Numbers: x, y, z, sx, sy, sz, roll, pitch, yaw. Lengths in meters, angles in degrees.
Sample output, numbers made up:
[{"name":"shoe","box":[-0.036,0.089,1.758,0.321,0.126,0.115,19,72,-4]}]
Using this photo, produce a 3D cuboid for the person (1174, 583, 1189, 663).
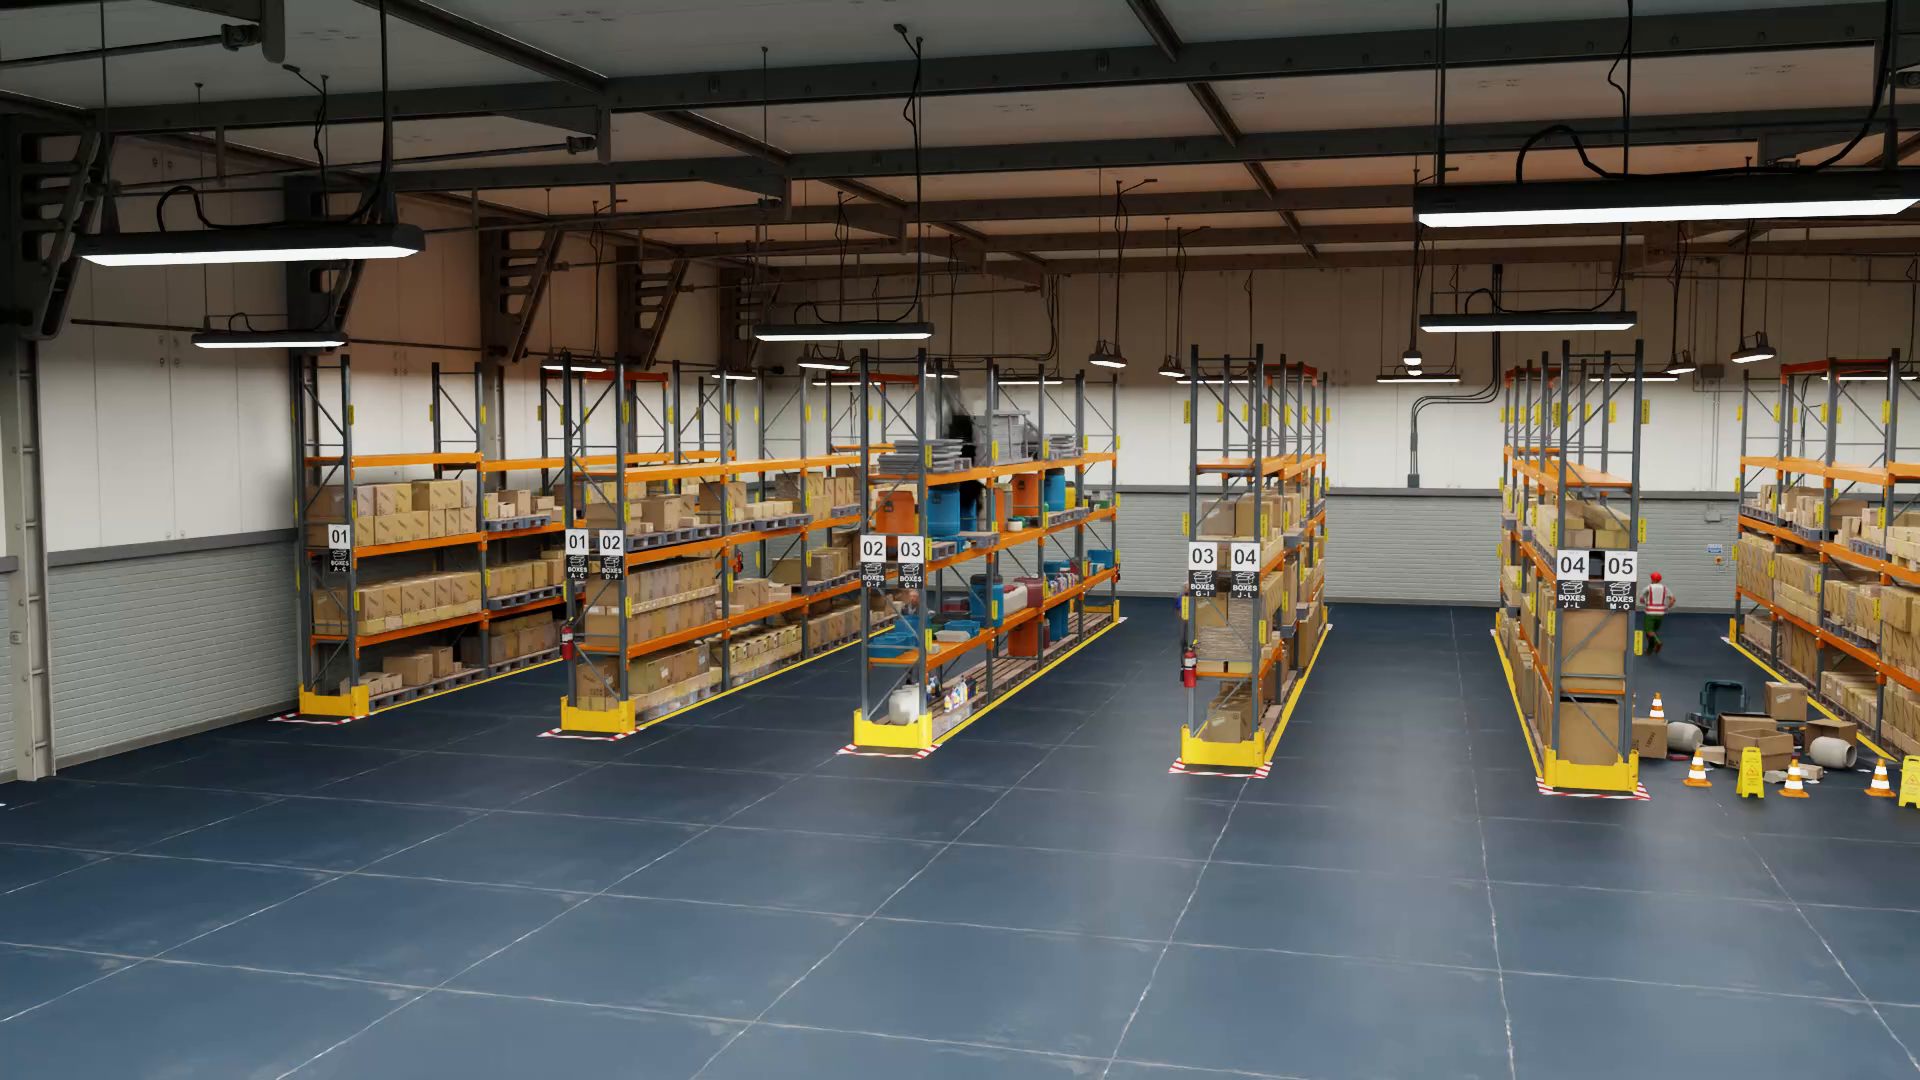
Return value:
[{"name":"person","box":[4.582,1.684,33.590,0.570,1.617,0.554,2,5,25]}]

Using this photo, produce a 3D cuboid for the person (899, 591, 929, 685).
[{"name":"person","box":[-0.849,1.820,30.838,0.628,1.771,0.871,1,4,8]}]

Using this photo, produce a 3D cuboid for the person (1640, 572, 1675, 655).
[{"name":"person","box":[14.401,1.506,34.427,0.660,1.703,0.840,0,4,-3]}]
